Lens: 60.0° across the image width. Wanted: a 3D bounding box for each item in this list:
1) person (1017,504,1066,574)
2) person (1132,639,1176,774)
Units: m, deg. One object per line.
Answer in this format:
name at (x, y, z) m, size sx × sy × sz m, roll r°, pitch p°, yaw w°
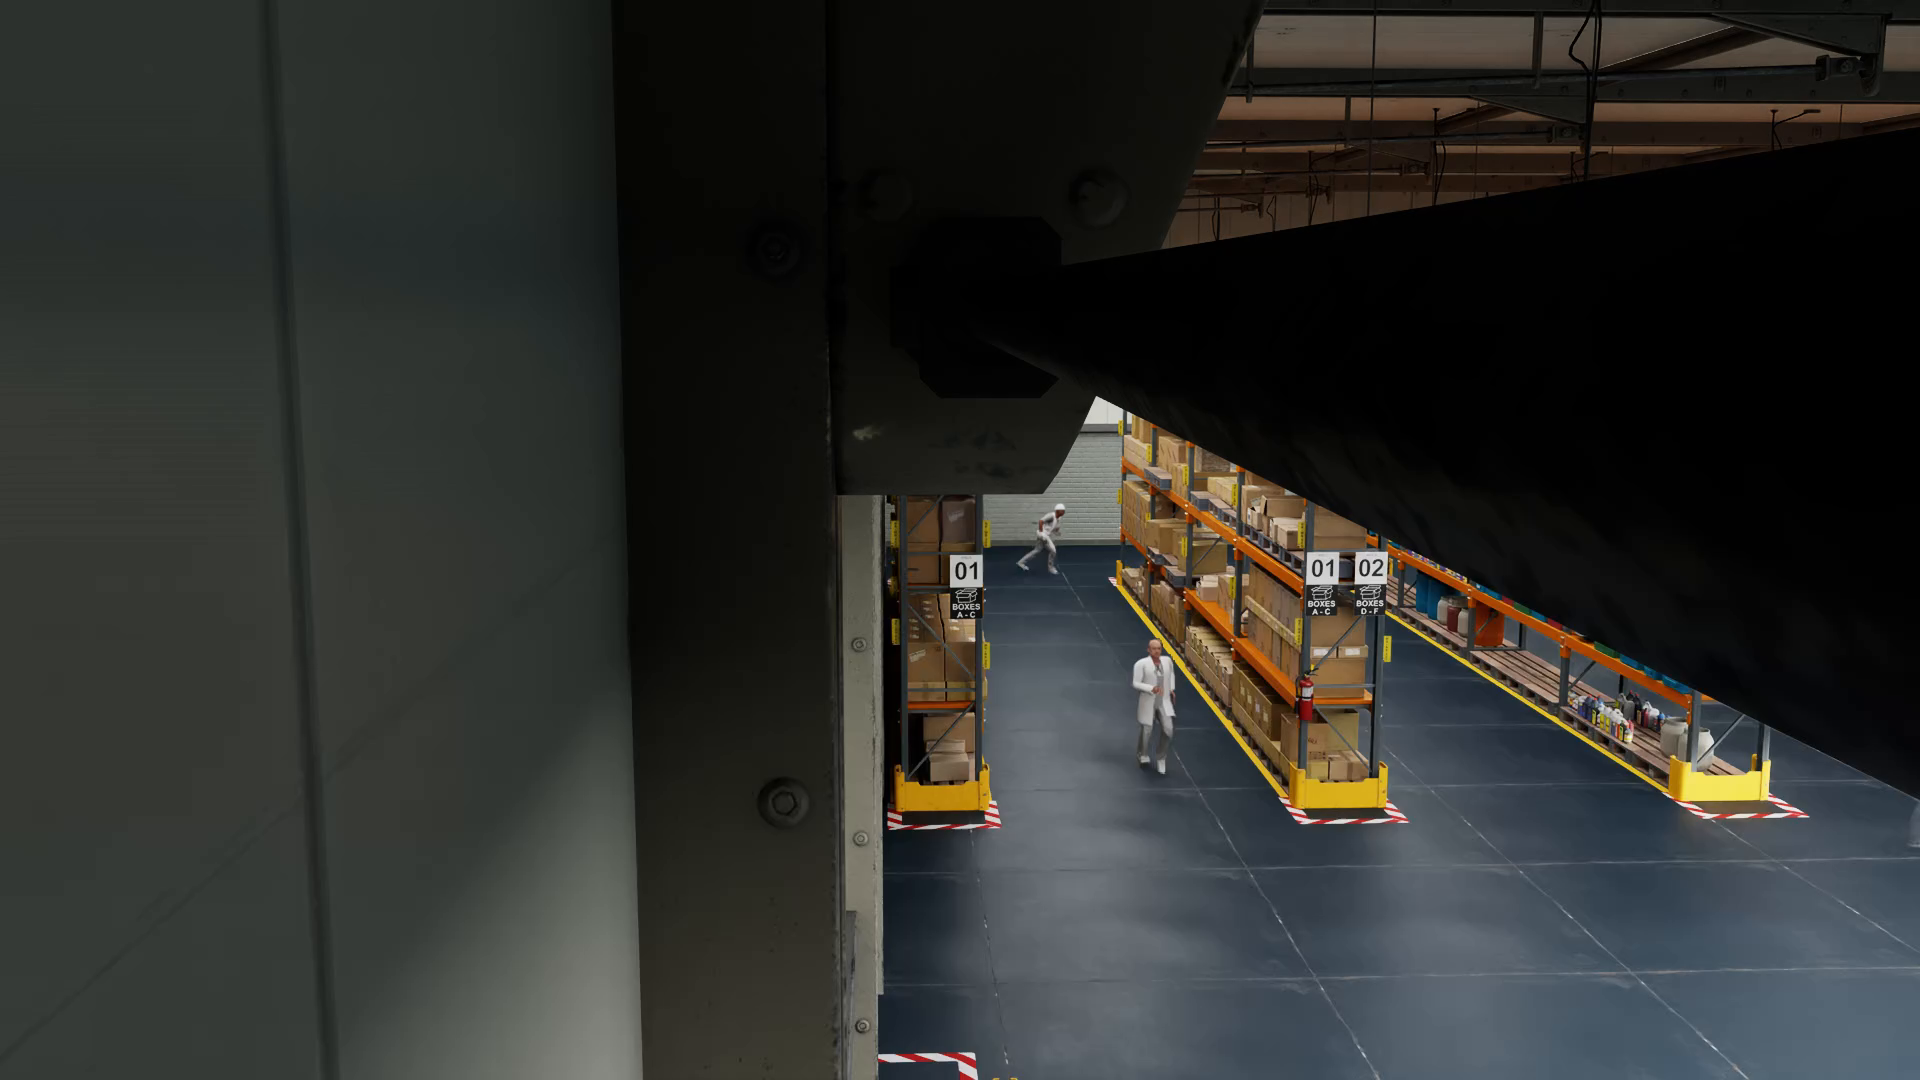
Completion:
person at (1.870, -0.042, 37.934) m, size 1.131 × 1.610 × 0.690 m, roll 2°, pitch 9°, yaw 15°
person at (2.597, 2.210, 22.133) m, size 0.683 × 1.810 × 0.881 m, roll -2°, pitch 9°, yaw -13°
